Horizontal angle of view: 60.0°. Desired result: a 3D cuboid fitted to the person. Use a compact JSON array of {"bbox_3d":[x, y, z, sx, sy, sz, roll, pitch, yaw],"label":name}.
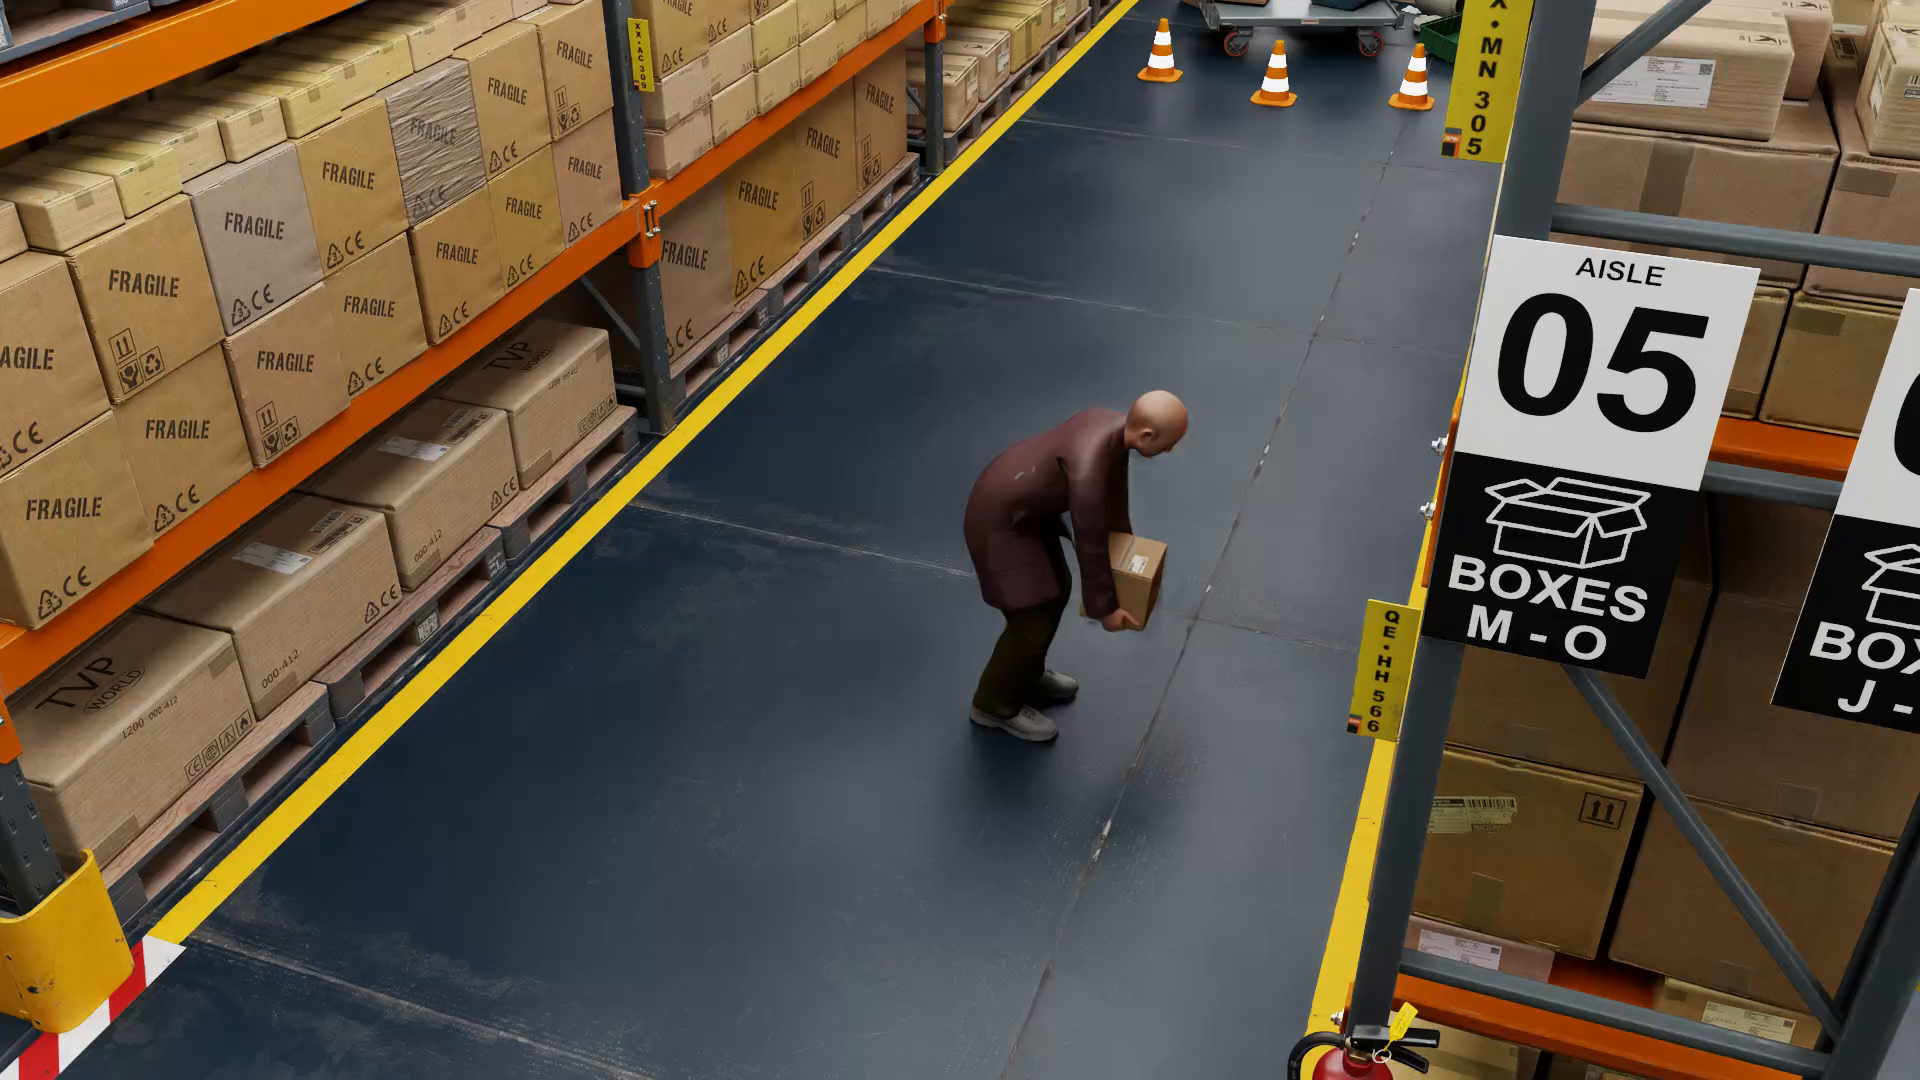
[{"bbox_3d":[0.415,0.077,6.286,0.806,1.509,0.556,10,34,15],"label":"person"}]
